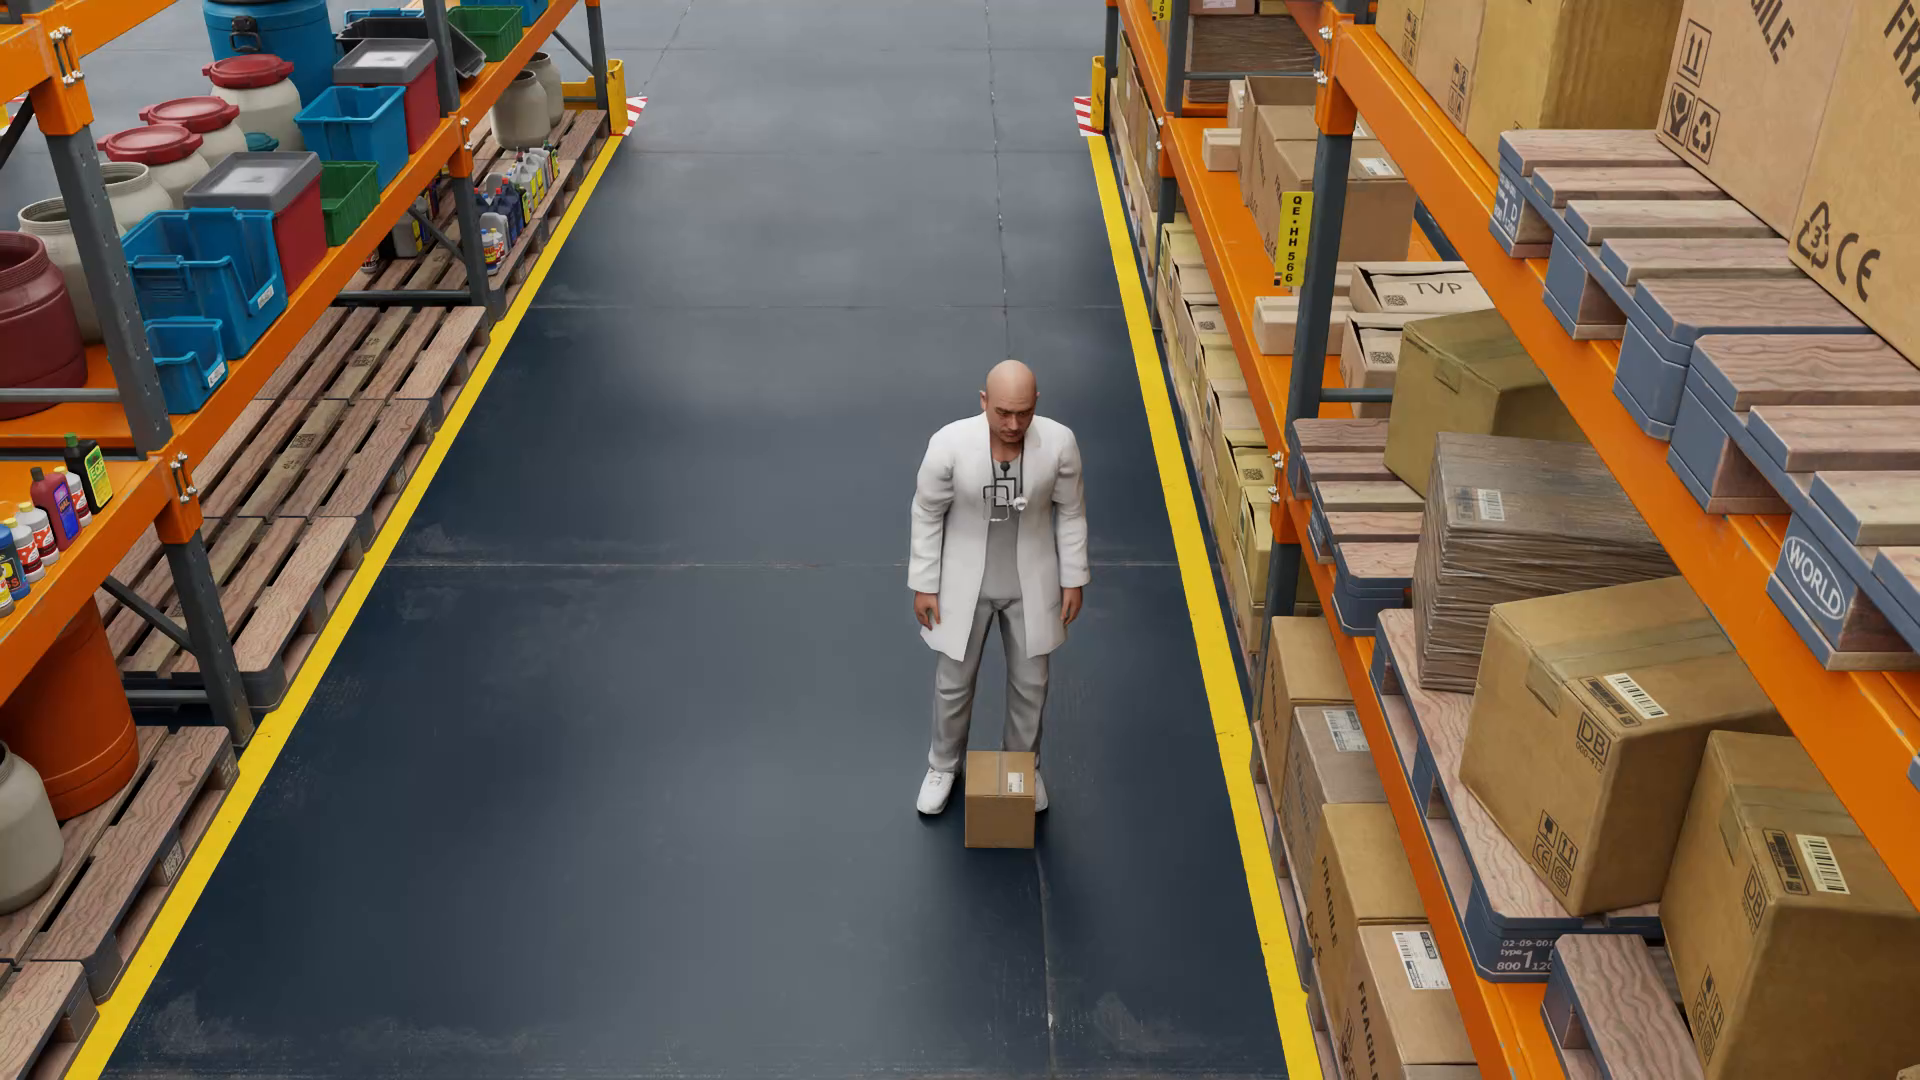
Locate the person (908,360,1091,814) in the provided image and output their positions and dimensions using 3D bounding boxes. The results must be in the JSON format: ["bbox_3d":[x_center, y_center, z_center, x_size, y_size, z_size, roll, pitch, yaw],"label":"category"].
[{"bbox_3d":[0.139,0.167,5.874,0.649,1.773,0.433,-2,31,-3],"label":"person"}]
